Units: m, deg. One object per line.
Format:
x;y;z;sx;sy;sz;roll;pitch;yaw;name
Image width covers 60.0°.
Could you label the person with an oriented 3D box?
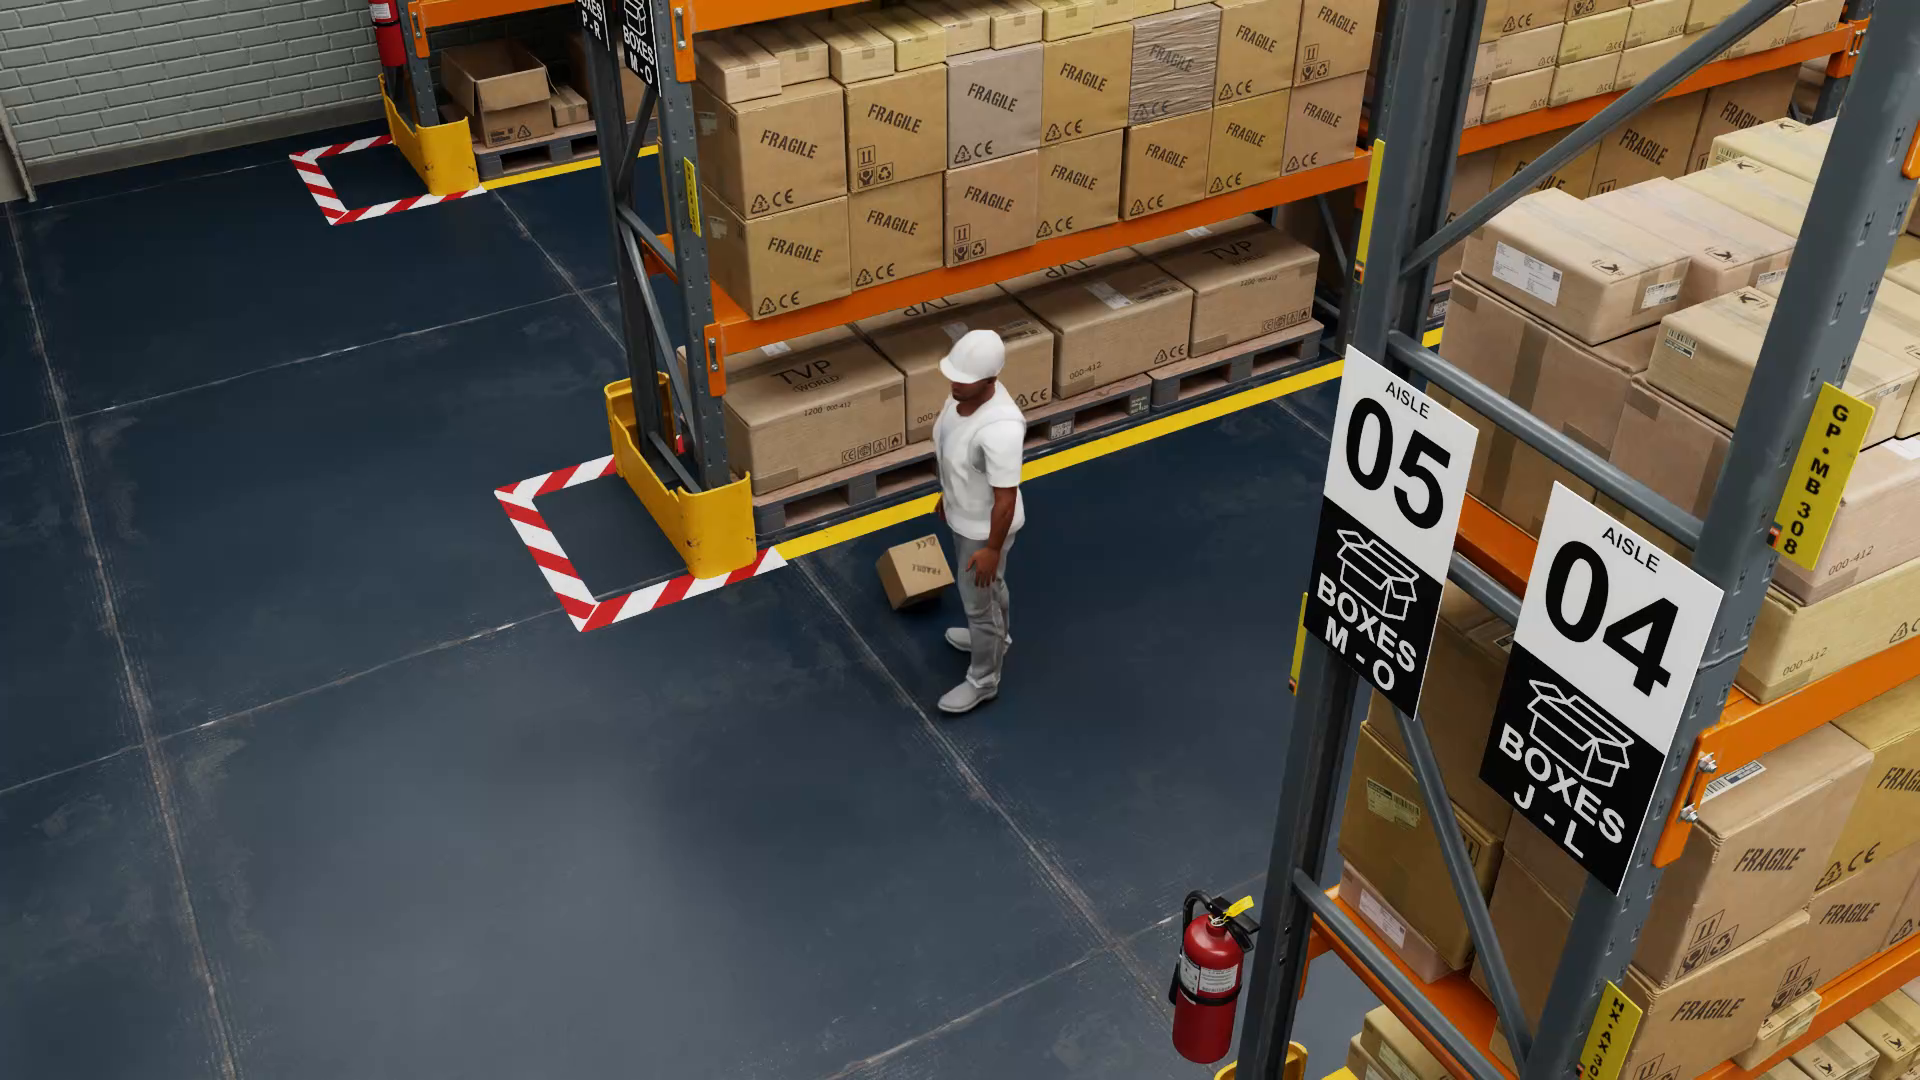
0.055;-0.094;6.989;0.422;1.768;0.624;-9;37;-12;person
